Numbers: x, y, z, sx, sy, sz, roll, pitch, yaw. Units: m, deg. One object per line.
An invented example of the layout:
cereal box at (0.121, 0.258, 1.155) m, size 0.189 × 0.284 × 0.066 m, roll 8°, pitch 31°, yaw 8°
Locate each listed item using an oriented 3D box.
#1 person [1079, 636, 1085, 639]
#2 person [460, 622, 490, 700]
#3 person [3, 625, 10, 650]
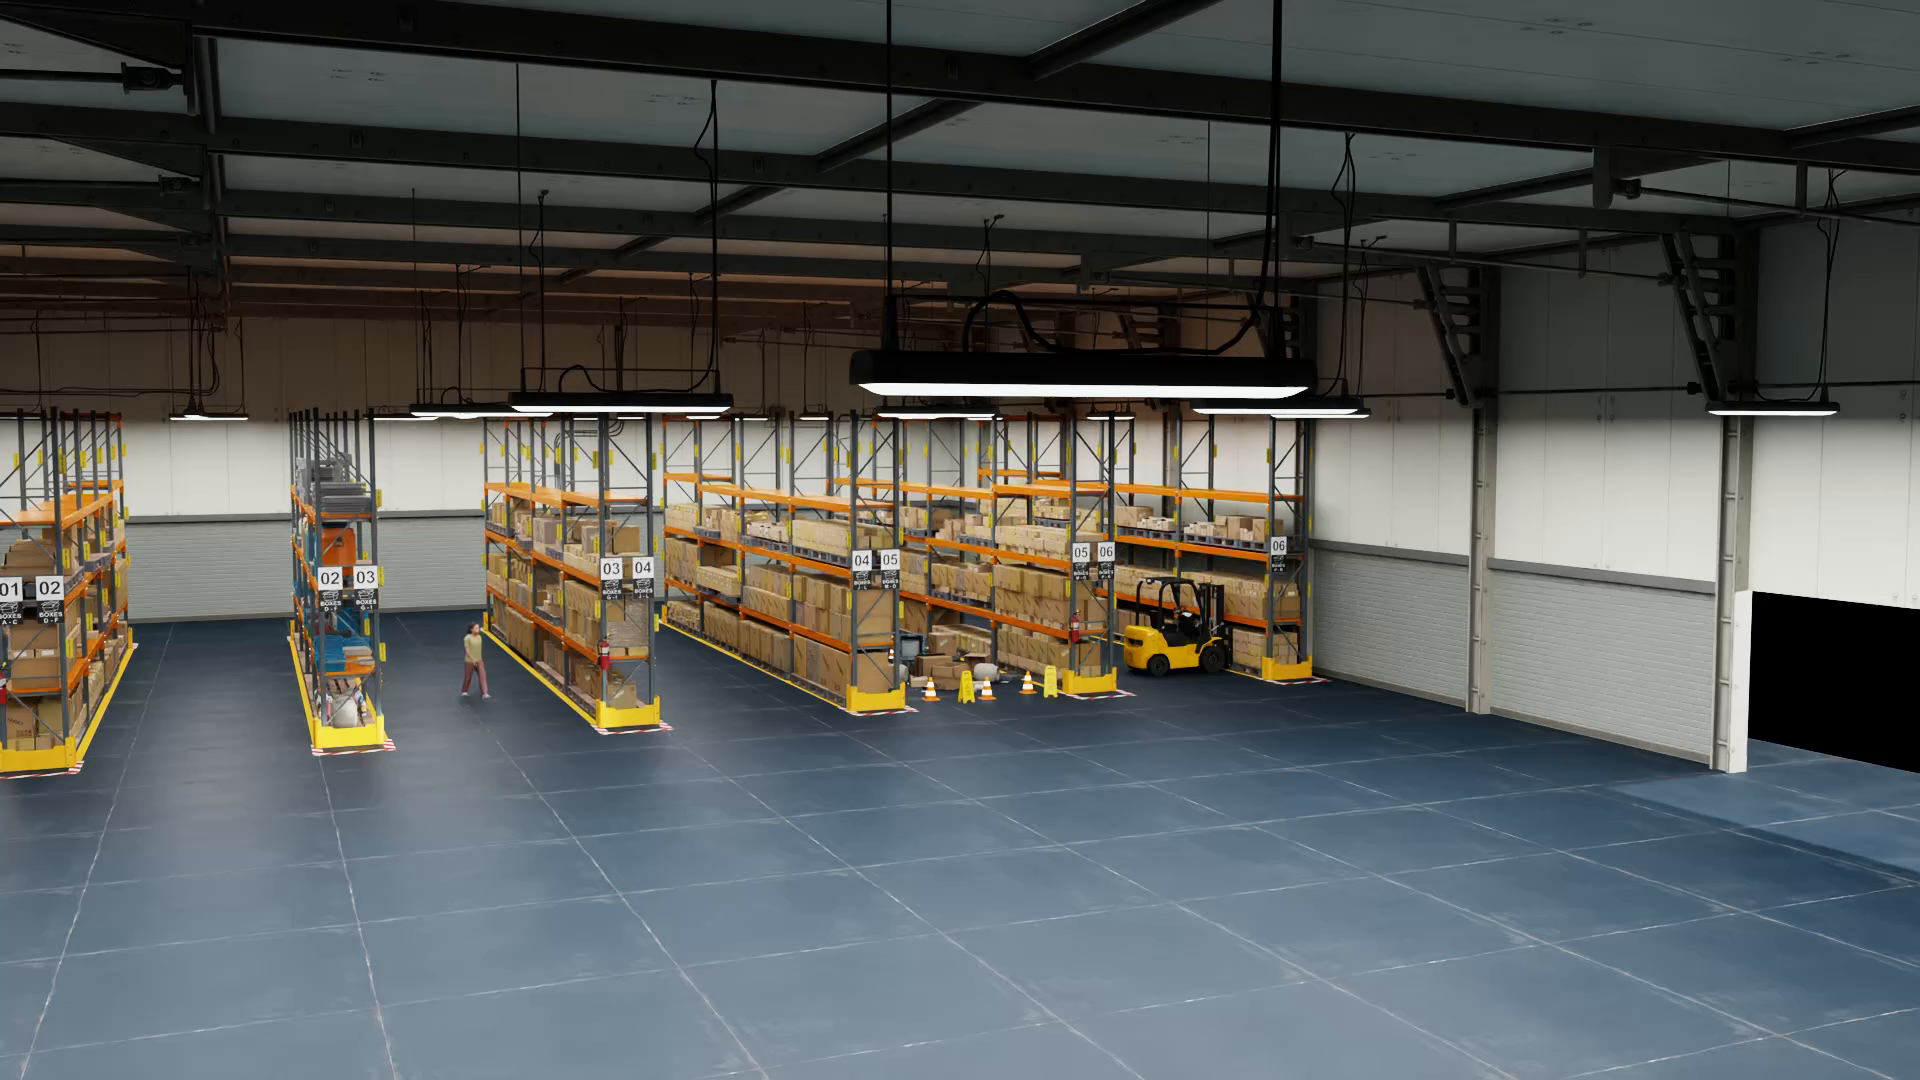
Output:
person at (2.800, 2.154, 39.712) m, size 0.579 × 1.592 × 0.720 m, roll -2°, pitch 4°, yaw -21°
person at (-10.045, 2.498, 34.466) m, size 0.426 × 1.587 × 1.094 m, roll -4°, pitch 5°, yaw -42°
person at (-21.994, 2.221, 38.730) m, size 0.542 × 1.601 × 0.566 m, roll -2°, pitch 5°, yaw -28°
